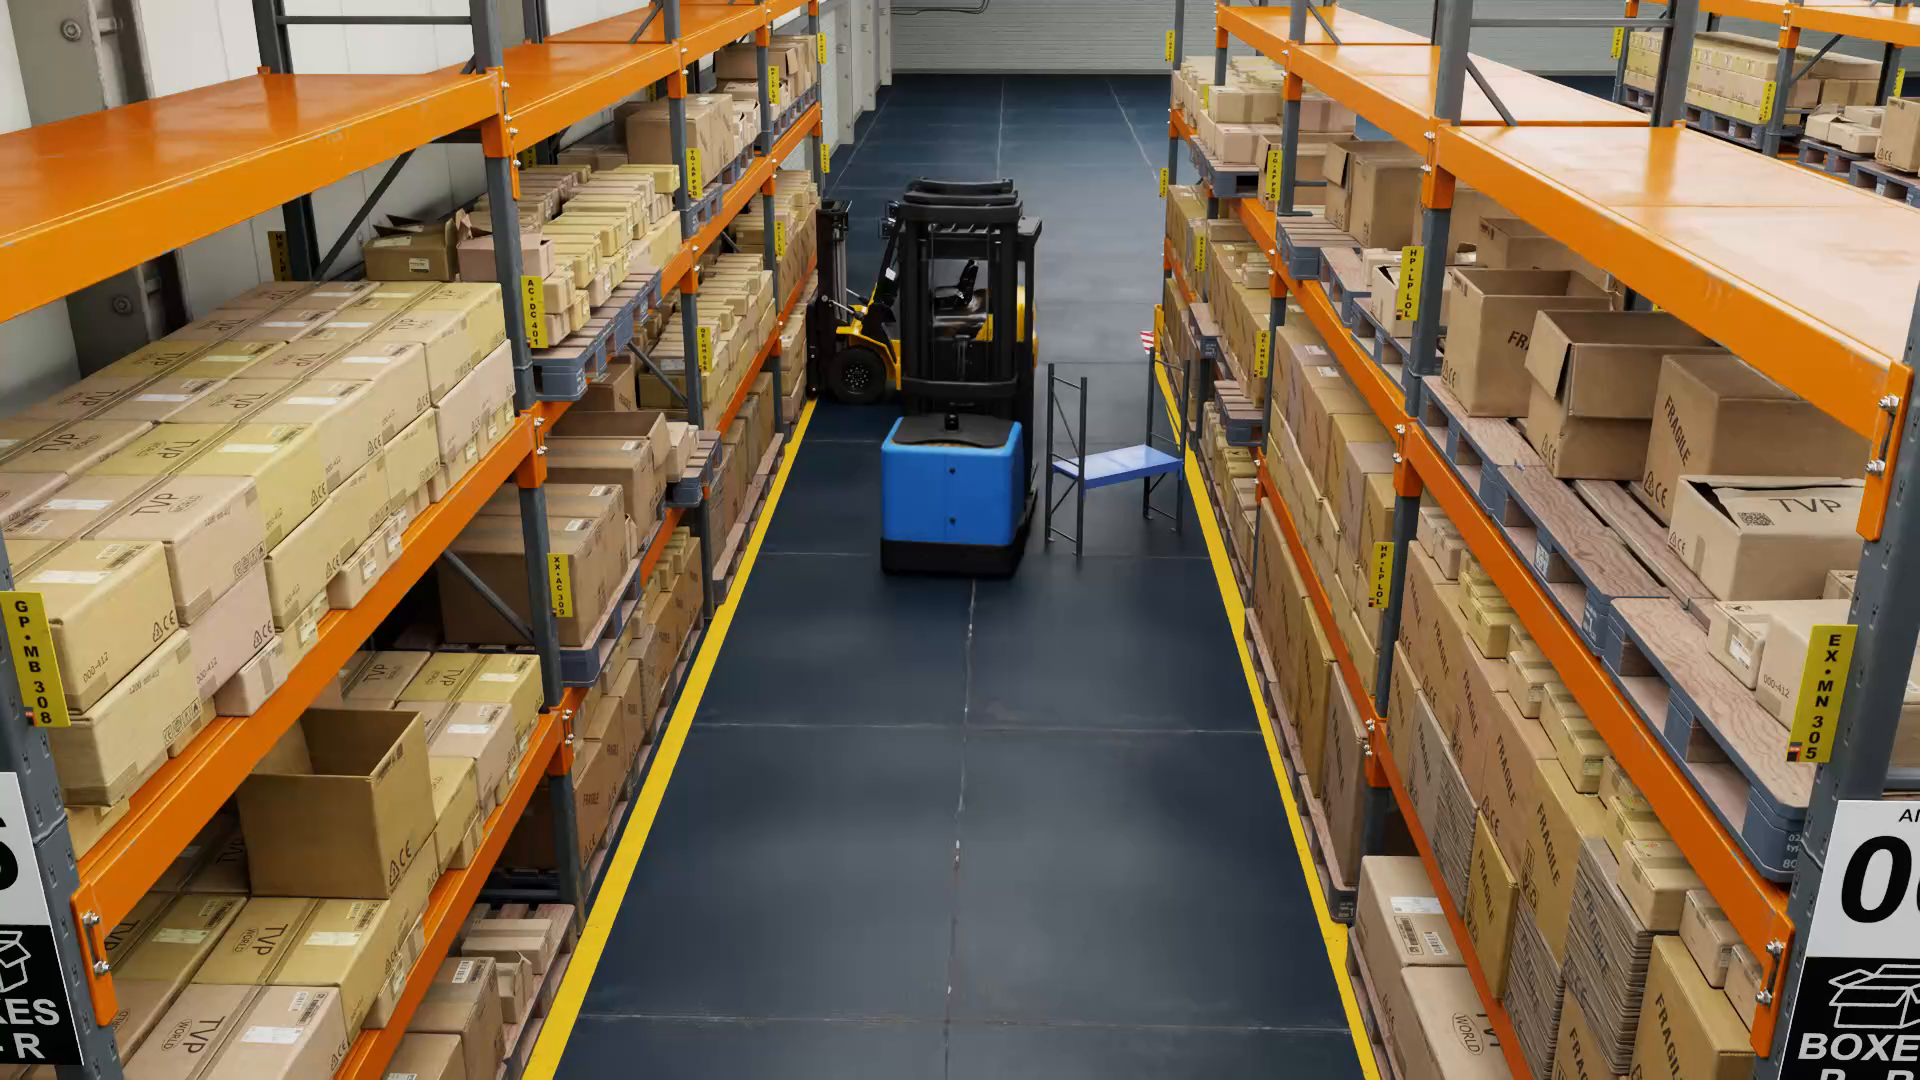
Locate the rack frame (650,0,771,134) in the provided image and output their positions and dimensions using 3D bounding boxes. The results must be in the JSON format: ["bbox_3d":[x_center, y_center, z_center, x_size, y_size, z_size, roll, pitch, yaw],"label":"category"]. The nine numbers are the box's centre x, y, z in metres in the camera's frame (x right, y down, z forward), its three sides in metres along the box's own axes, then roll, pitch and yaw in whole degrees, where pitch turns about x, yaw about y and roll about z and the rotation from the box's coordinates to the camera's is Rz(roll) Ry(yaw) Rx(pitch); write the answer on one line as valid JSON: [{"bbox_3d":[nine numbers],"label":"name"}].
[{"bbox_3d":[-2.207,-5.073,14.456,1.000,3.000,0.127,1,21,2],"label":"rack frame"}]

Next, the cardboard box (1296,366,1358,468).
[{"bbox_3d":[2.337,-0.747,10.080,0.500,0.500,0.500,1,21,3],"label":"cardboard box"}]

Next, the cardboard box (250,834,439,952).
[{"bbox_3d":[-2.268,1.283,6.166,0.500,0.250,0.500,0,21,0],"label":"cardboard box"}]

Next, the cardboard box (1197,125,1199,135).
[{"bbox_3d":[2.505,-3.993,16.168,0.380,0.149,0.250,1,21,3],"label":"cardboard box"}]

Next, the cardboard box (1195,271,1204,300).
[{"bbox_3d":[2.519,-2.571,15.753,0.500,0.500,0.500,0,21,0],"label":"cardboard box"}]

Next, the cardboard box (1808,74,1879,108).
[{"bbox_3d":[8.000,-4.088,15.142,0.500,0.250,0.500,1,21,2],"label":"cardboard box"}]

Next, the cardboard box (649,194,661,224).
[{"bbox_3d":[-2.127,-2.119,10.648,0.380,0.149,0.250,0,21,0],"label":"cardboard box"}]

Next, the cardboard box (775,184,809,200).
[{"bbox_3d":[-1.822,-3.709,17.788,0.380,0.149,0.250,1,21,3],"label":"cardboard box"}]

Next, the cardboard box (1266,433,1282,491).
[{"bbox_3d":[2.366,-0.532,11.254,0.500,0.250,0.500,0,21,1],"label":"cardboard box"}]

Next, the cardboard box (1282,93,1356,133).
[{"bbox_3d":[2.855,-3.400,13.226,0.500,0.250,0.500,1,21,3],"label":"cardboard box"}]

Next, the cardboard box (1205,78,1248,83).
[{"bbox_3d":[2.562,-4.369,16.035,0.380,0.149,0.250,0,21,1],"label":"cardboard box"}]

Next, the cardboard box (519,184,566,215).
[{"bbox_3d":[-2.620,-2.074,10.120,0.380,0.149,0.250,1,21,3],"label":"cardboard box"}]

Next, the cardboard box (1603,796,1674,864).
[{"bbox_3d":[2.156,0.892,4.959,0.380,0.149,0.250,1,21,3],"label":"cardboard box"}]

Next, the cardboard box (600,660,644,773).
[{"bbox_3d":[-2.185,1.041,9.868,0.500,0.500,0.500,0,21,0],"label":"cardboard box"}]

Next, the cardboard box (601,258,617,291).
[{"bbox_3d":[-2.015,-1.380,8.714,0.380,0.149,0.250,0,21,1],"label":"cardboard box"}]

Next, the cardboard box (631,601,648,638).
[{"bbox_3d":[-2.159,0.498,10.370,0.380,0.149,0.250,0,21,-1],"label":"cardboard box"}]

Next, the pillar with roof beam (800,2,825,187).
[{"bbox_3d":[1.660,-10.568,28.620,9.100,9.000,0.400,1,21,2],"label":"pillar with roof beam"}]

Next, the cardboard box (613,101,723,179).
[{"bbox_3d":[-2.148,-2.960,12.300,0.700,0.500,0.500,0,21,1],"label":"cardboard box"}]

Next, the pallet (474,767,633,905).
[{"bbox_3d":[-2.464,1.622,9.349,1.003,0.211,1.213,1,21,2],"label":"pallet"}]

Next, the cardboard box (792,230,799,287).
[{"bbox_3d":[-1.919,-2.851,16.886,0.500,0.500,0.500,0,21,1],"label":"cardboard box"}]

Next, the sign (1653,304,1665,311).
[{"bbox_3d":[3.066,-1.001,7.284,0.100,0.325,0.005,1,21,2],"label":"sign"}]

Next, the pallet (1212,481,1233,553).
[{"bbox_3d":[2.698,-0.199,14.043,1.003,0.211,1.213,1,21,2],"label":"pallet"}]

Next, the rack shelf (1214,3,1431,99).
[{"bbox_3d":[2.693,-3.774,12.657,1.077,0.370,4.000,1,21,2],"label":"rack shelf"}]

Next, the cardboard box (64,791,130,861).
[{"bbox_3d":[-2.330,0.669,4.152,0.380,0.149,0.250,1,21,3],"label":"cardboard box"}]

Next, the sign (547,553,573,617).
[{"bbox_3d":[-1.908,0.216,7.921,0.100,0.325,0.005,1,21,2],"label":"sign"}]

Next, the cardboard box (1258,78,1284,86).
[{"bbox_3d":[3.078,-4.360,16.012,0.380,0.149,0.250,0,21,0],"label":"cardboard box"}]

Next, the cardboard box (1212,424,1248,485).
[{"bbox_3d":[2.722,-0.744,14.644,0.950,0.372,0.625,2,21,5],"label":"cardboard box"}]

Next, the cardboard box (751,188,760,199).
[{"bbox_3d":[-2.350,-3.716,17.806,0.380,0.149,0.250,1,21,3],"label":"cardboard box"}]

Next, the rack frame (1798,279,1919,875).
[{"bbox_3d":[2.389,-0.680,3.136,1.000,3.000,0.127,1,21,2],"label":"rack frame"}]

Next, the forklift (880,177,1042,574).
[{"bbox_3d":[0.085,-1.594,13.878,1.130,2.935,3.031,3,21,7],"label":"forklift"}]

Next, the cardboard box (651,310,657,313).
[{"bbox_3d":[-2.609,-1.761,13.180,0.380,0.149,0.250,0,21,1],"label":"cardboard box"}]

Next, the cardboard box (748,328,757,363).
[{"bbox_3d":[-2.017,-1.660,14.160,0.500,0.250,0.500,1,21,2],"label":"cardboard box"}]

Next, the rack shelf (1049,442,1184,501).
[{"bbox_3d":[1.284,-0.571,13.717,1.000,0.185,0.538,-12,24,-29],"label":"rack shelf"}]

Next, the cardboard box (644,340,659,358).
[{"bbox_3d":[-2.579,-1.343,12.653,0.500,0.250,0.500,1,21,2],"label":"cardboard box"}]

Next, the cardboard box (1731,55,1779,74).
[{"bbox_3d":[7.414,-4.418,15.441,0.380,0.149,0.250,1,21,2],"label":"cardboard box"}]

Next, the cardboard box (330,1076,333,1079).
[{"bbox_3d":[-2.284,1.786,5.420,0.380,0.149,0.250,1,21,3],"label":"cardboard box"}]

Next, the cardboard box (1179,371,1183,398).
[{"bbox_3d":[2.510,-1.546,16.880,0.500,0.250,0.500,0,21,0],"label":"cardboard box"}]

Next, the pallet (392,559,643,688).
[{"bbox_3d":[-2.317,0.419,8.862,1.003,0.211,1.213,1,21,2],"label":"pallet"}]

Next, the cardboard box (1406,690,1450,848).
[{"bbox_3d":[2.216,0.972,7.032,0.500,0.500,0.500,1,21,2],"label":"cardboard box"}]

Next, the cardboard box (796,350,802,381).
[{"bbox_3d":[-1.871,-1.776,16.783,0.500,0.250,0.500,1,21,1],"label":"cardboard box"}]

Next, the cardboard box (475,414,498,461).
[{"bbox_3d":[-2.177,-0.443,7.017,0.380,0.149,0.250,1,21,1],"label":"cardboard box"}]

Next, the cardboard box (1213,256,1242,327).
[{"bbox_3d":[2.410,-2.077,13.900,0.500,0.500,0.500,1,21,1],"label":"cardboard box"}]

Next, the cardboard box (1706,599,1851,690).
[{"bbox_3d":[2.246,0.276,4.445,0.380,0.149,0.250,-1,21,-3],"label":"cardboard box"}]

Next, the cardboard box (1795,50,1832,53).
[{"bbox_3d":[8.085,-4.597,15.901,0.380,0.149,0.250,1,21,2],"label":"cardboard box"}]

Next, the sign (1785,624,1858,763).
[{"bbox_3d":[1.847,0.331,3.561,0.100,0.325,0.005,1,21,2],"label":"sign"}]

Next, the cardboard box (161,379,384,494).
[{"bbox_3d":[-2.266,-0.345,5.522,0.500,0.250,0.500,1,21,3],"label":"cardboard box"}]

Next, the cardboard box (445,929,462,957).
[{"bbox_3d":[-2.707,1.911,7.887,0.500,0.311,0.500,1,21,4],"label":"cardboard box"}]

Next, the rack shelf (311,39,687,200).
[{"bbox_3d":[-2.390,-2.381,9.067,1.077,0.370,4.000,1,21,2],"label":"rack shelf"}]

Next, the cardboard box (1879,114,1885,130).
[{"bbox_3d":[7.887,-3.327,13.591,0.500,0.250,0.500,0,21,1],"label":"cardboard box"}]

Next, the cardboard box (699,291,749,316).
[{"bbox_3d":[-1.936,-1.940,13.640,0.380,0.149,0.250,0,21,0],"label":"cardboard box"}]

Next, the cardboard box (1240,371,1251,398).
[{"bbox_3d":[2.306,-1.165,12.446,0.380,0.149,0.250,0,21,1],"label":"cardboard box"}]

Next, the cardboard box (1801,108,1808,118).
[{"bbox_3d":[8.071,-4.040,15.569,0.380,0.149,0.250,1,21,2],"label":"cardboard box"}]

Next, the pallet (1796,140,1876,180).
[{"bbox_3d":[7.726,-3.182,13.994,0.805,0.209,1.217,0,21,-1],"label":"pallet"}]

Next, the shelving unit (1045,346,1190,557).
[{"bbox_3d":[1.284,-0.738,13.652,1.048,1.500,0.538,-12,24,-29],"label":"shelving unit"}]

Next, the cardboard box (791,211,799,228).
[{"bbox_3d":[-1.868,-3.296,17.135,0.380,0.149,0.250,0,21,1],"label":"cardboard box"}]
